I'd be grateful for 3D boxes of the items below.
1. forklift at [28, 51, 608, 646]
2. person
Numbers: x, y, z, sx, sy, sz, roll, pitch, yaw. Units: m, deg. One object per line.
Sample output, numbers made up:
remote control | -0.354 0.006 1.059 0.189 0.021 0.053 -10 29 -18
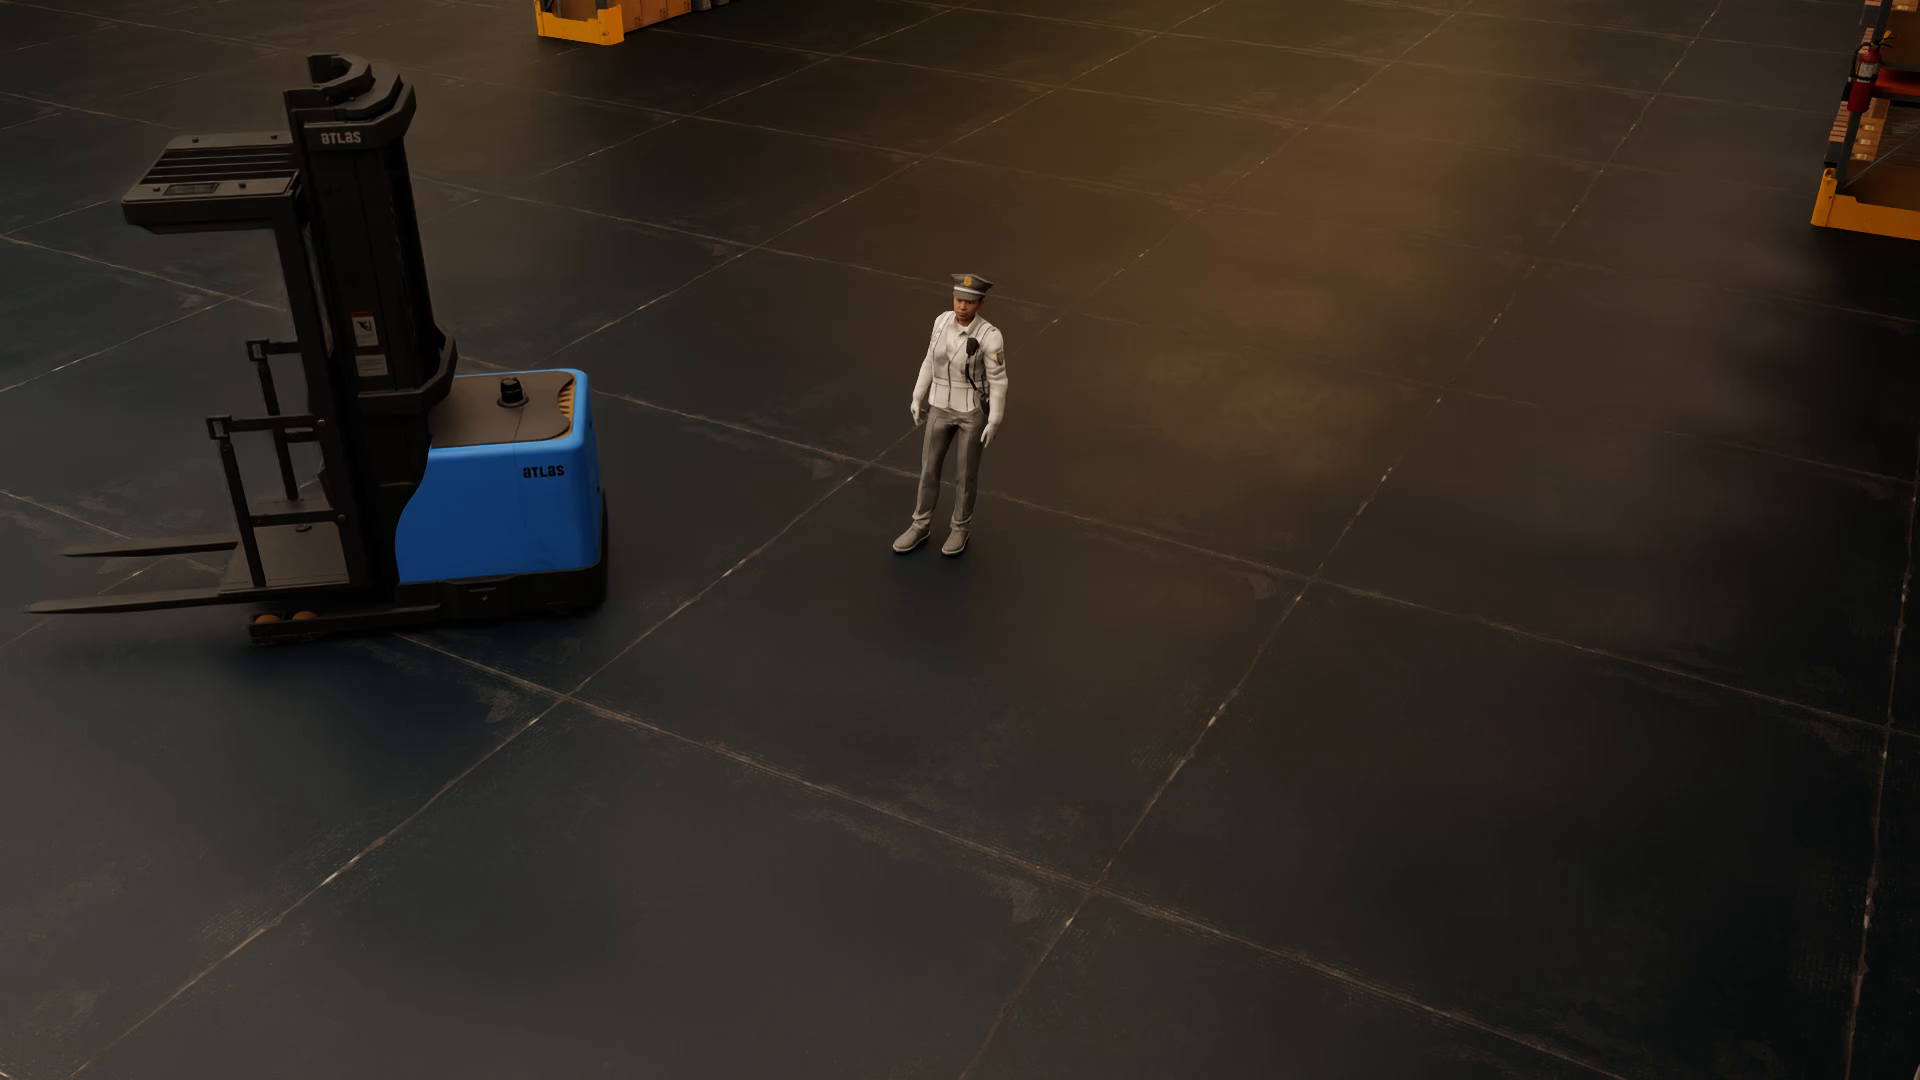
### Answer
forklift | -3.551 -0.982 8.772 3.031 2.935 1.130 -5 30 -8
person | -0.039 -0.712 9.527 0.588 1.695 0.531 15 33 25
